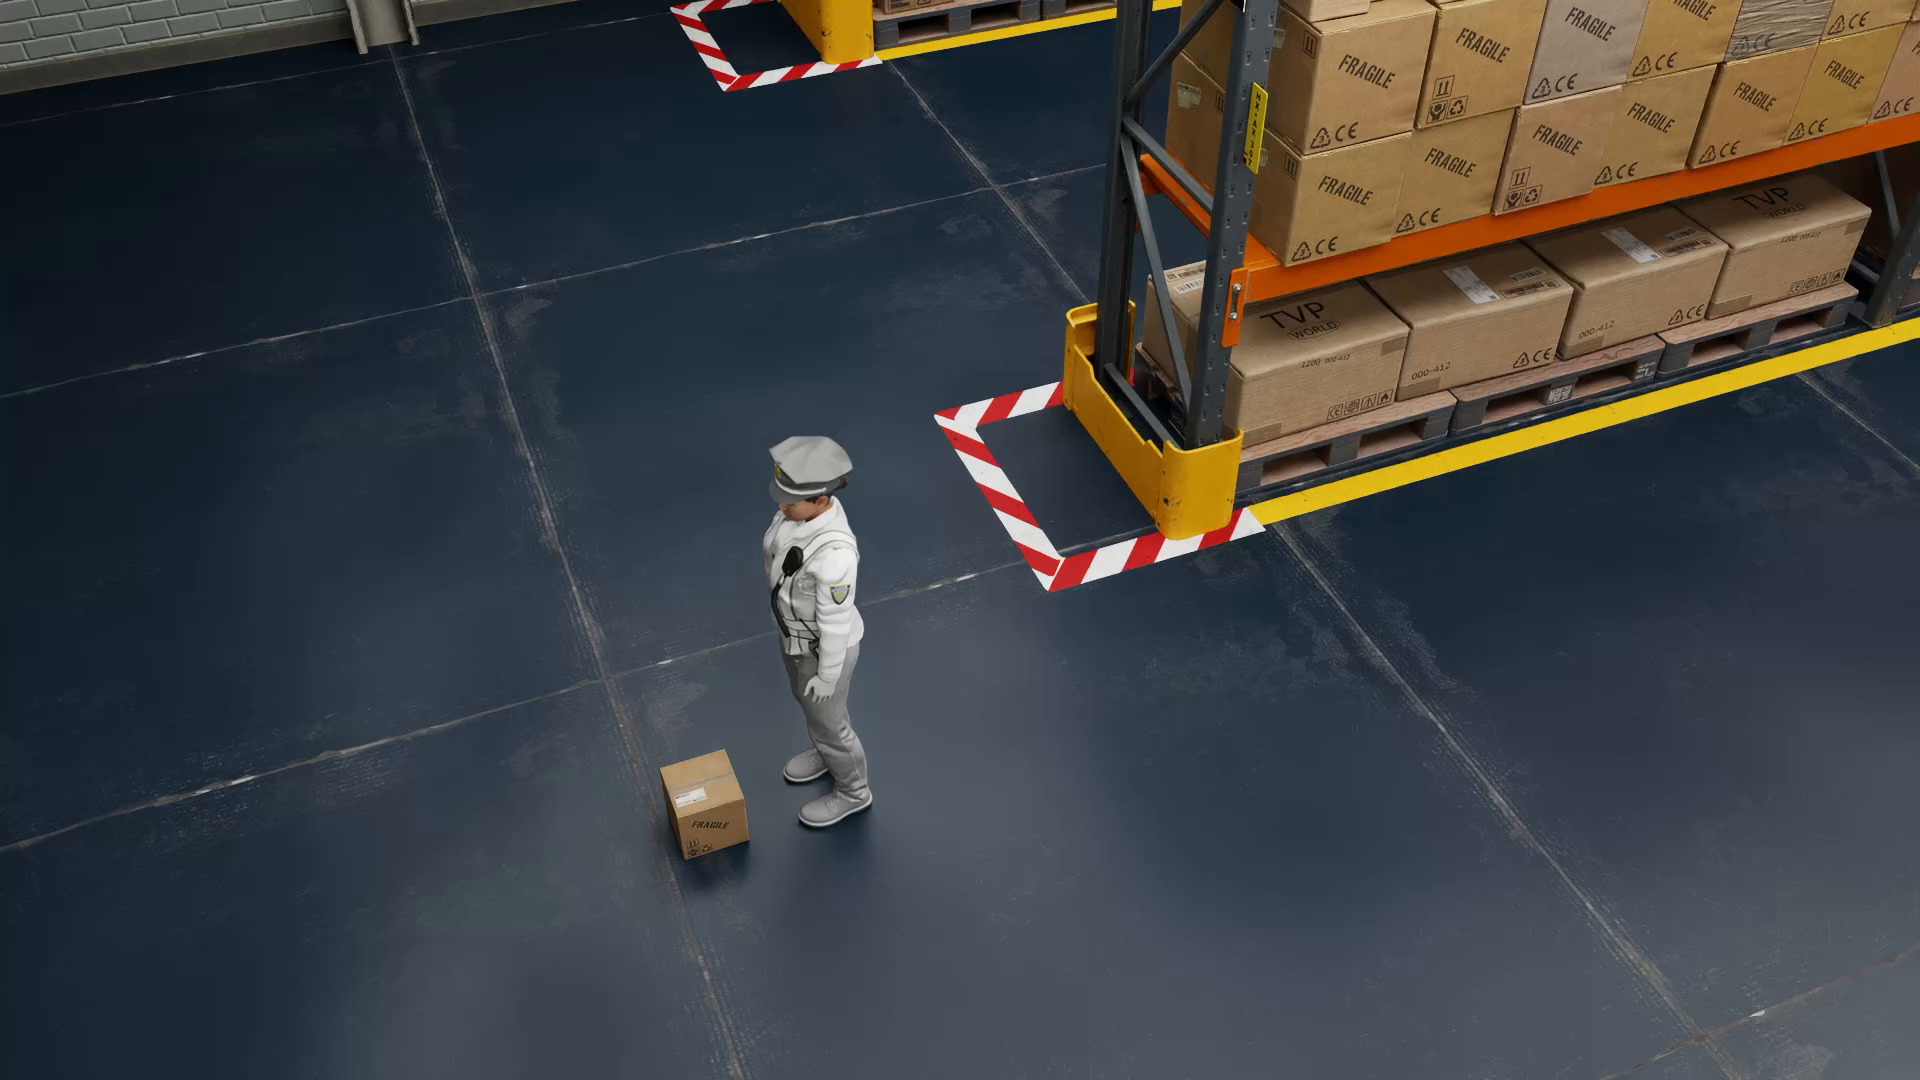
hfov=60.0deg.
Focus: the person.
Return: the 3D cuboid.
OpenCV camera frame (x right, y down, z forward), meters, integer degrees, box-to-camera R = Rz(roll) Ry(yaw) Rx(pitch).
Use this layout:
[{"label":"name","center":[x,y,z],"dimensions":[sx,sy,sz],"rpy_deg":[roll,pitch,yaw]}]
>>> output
[{"label":"person","center":[-0.504,0.346,5.775],"dimensions":[0.329,1.665,0.467],"rpy_deg":[-15,44,-16]}]
